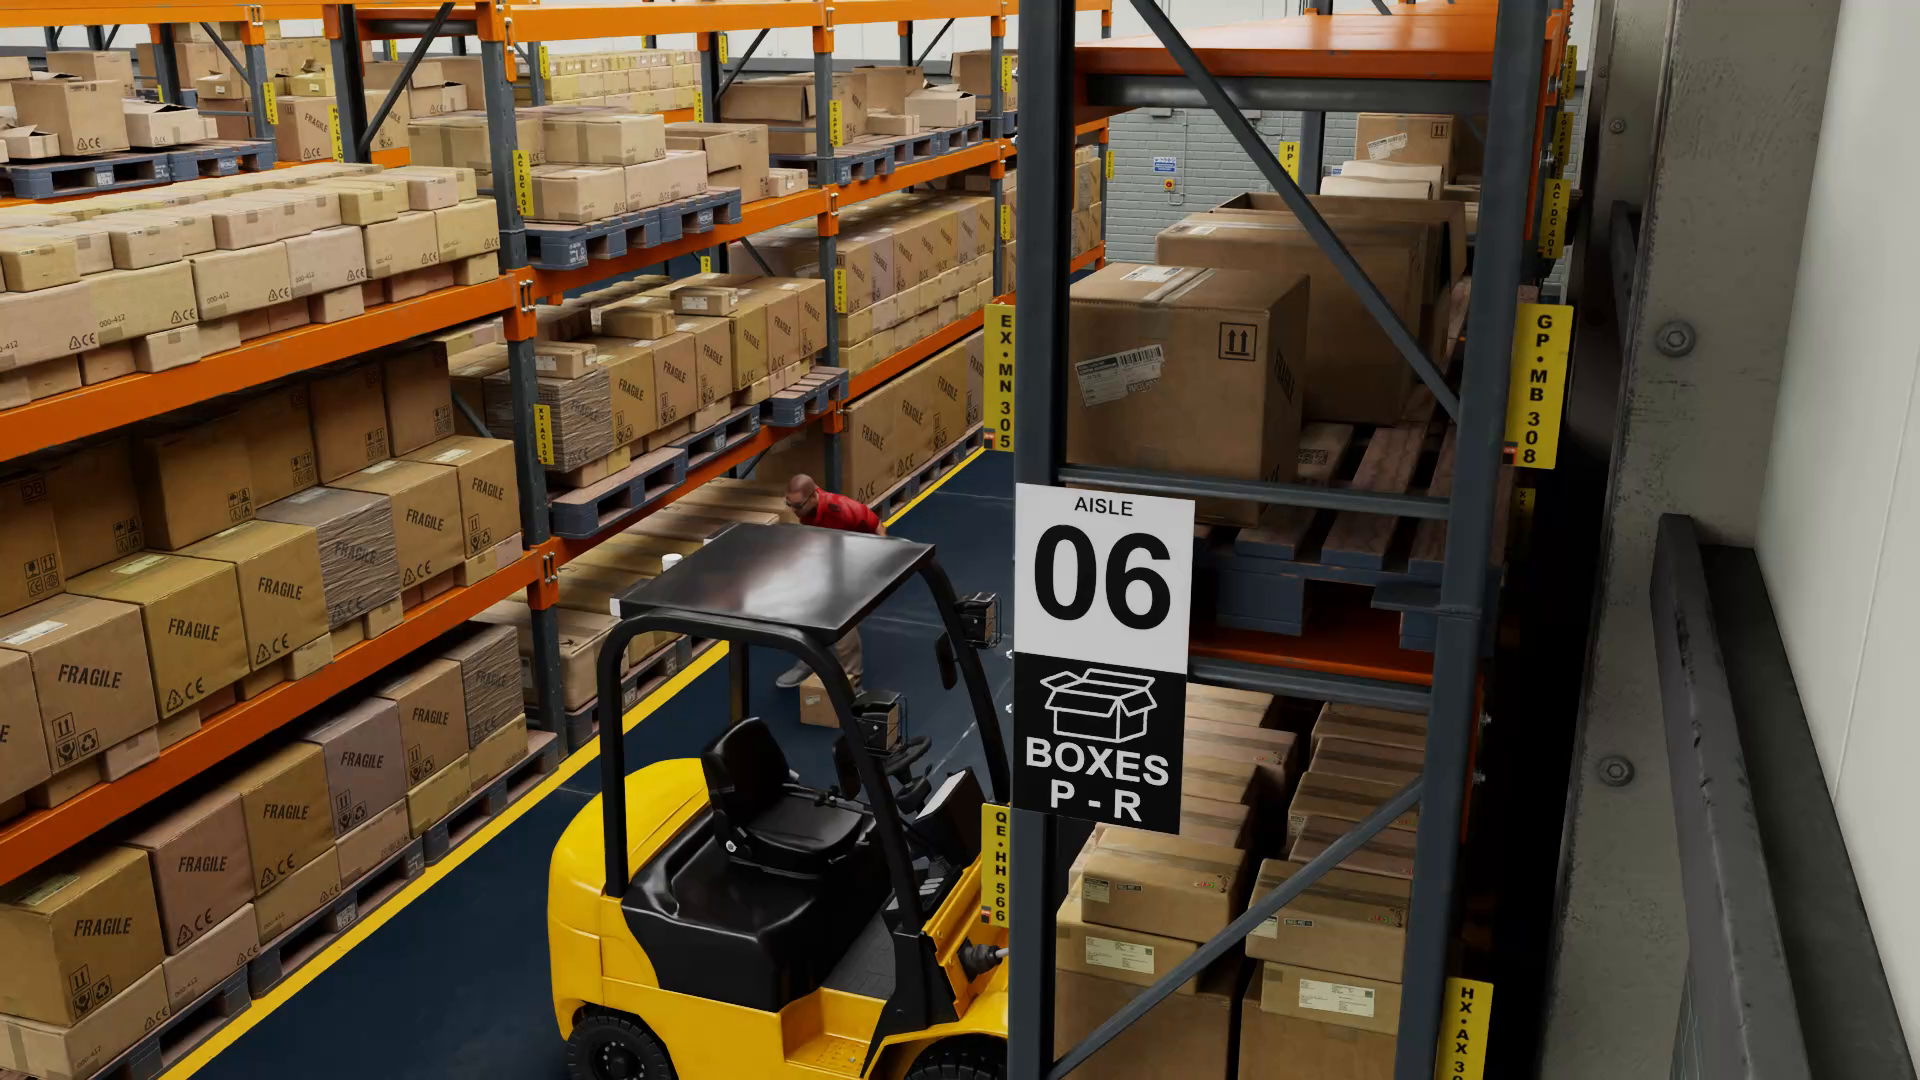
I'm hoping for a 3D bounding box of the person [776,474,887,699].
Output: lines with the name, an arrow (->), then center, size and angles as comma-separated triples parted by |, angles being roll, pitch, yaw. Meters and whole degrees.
person -> -0.790, 0.252, 10.219 | 0.734, 1.485, 0.732 | 14, 23, 36
